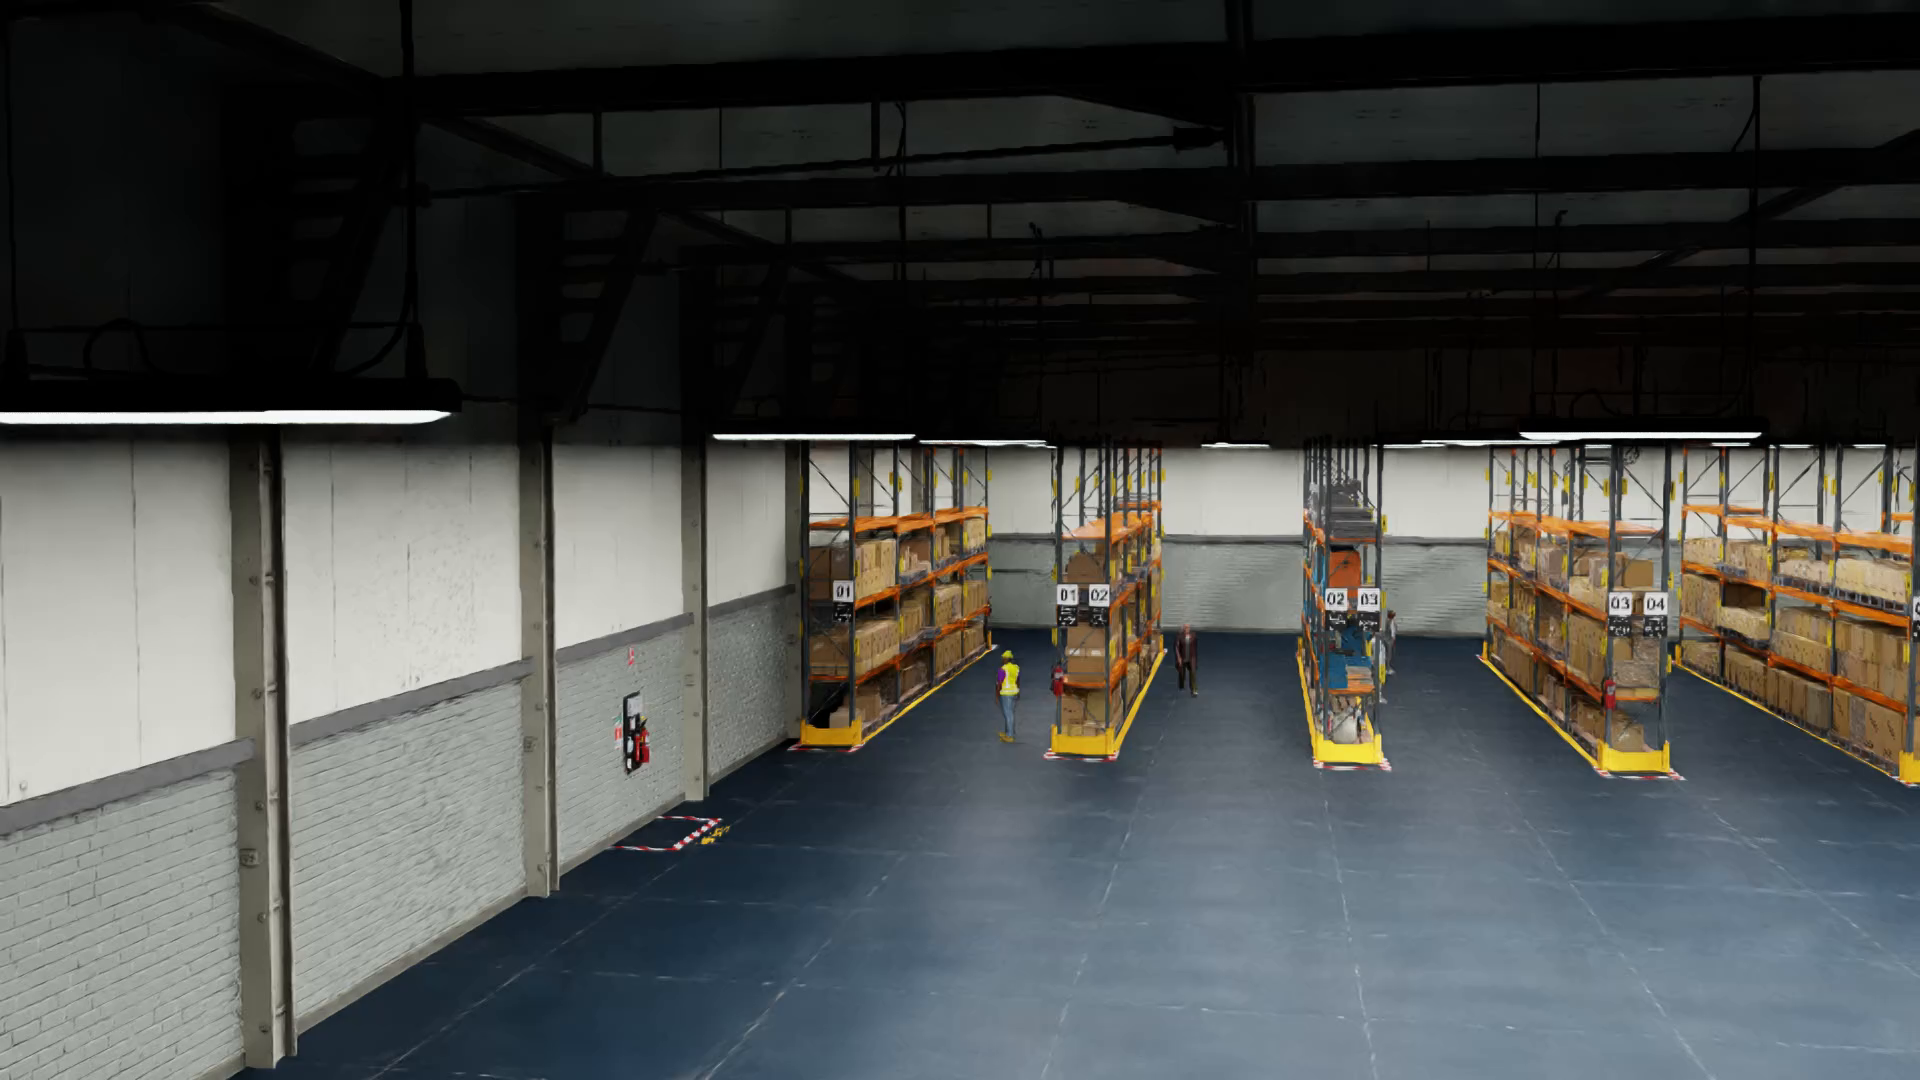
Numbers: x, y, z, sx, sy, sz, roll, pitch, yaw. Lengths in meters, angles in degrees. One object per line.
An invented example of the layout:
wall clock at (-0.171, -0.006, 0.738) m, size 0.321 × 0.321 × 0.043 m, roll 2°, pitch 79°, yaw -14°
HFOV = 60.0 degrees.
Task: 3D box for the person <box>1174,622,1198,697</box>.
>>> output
person at (5.255, 2.757, 38.655) m, size 0.580 × 1.715 × 1.102 m, roll 0°, pitch 3°, yaw 2°

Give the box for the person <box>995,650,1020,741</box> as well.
person at (0.921, 3.049, 32.851) m, size 0.574 × 1.764 × 0.669 m, roll 2°, pitch 4°, yaw 38°

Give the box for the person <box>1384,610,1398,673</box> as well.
person at (11.055, 2.603, 42.682) m, size 0.322 × 1.605 × 0.490 m, roll 0°, pitch 3°, yaw -4°

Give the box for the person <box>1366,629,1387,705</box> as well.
person at (9.359, 2.797, 37.417) m, size 0.392 × 1.772 × 0.678 m, roll 2°, pitch 4°, yaw 29°
